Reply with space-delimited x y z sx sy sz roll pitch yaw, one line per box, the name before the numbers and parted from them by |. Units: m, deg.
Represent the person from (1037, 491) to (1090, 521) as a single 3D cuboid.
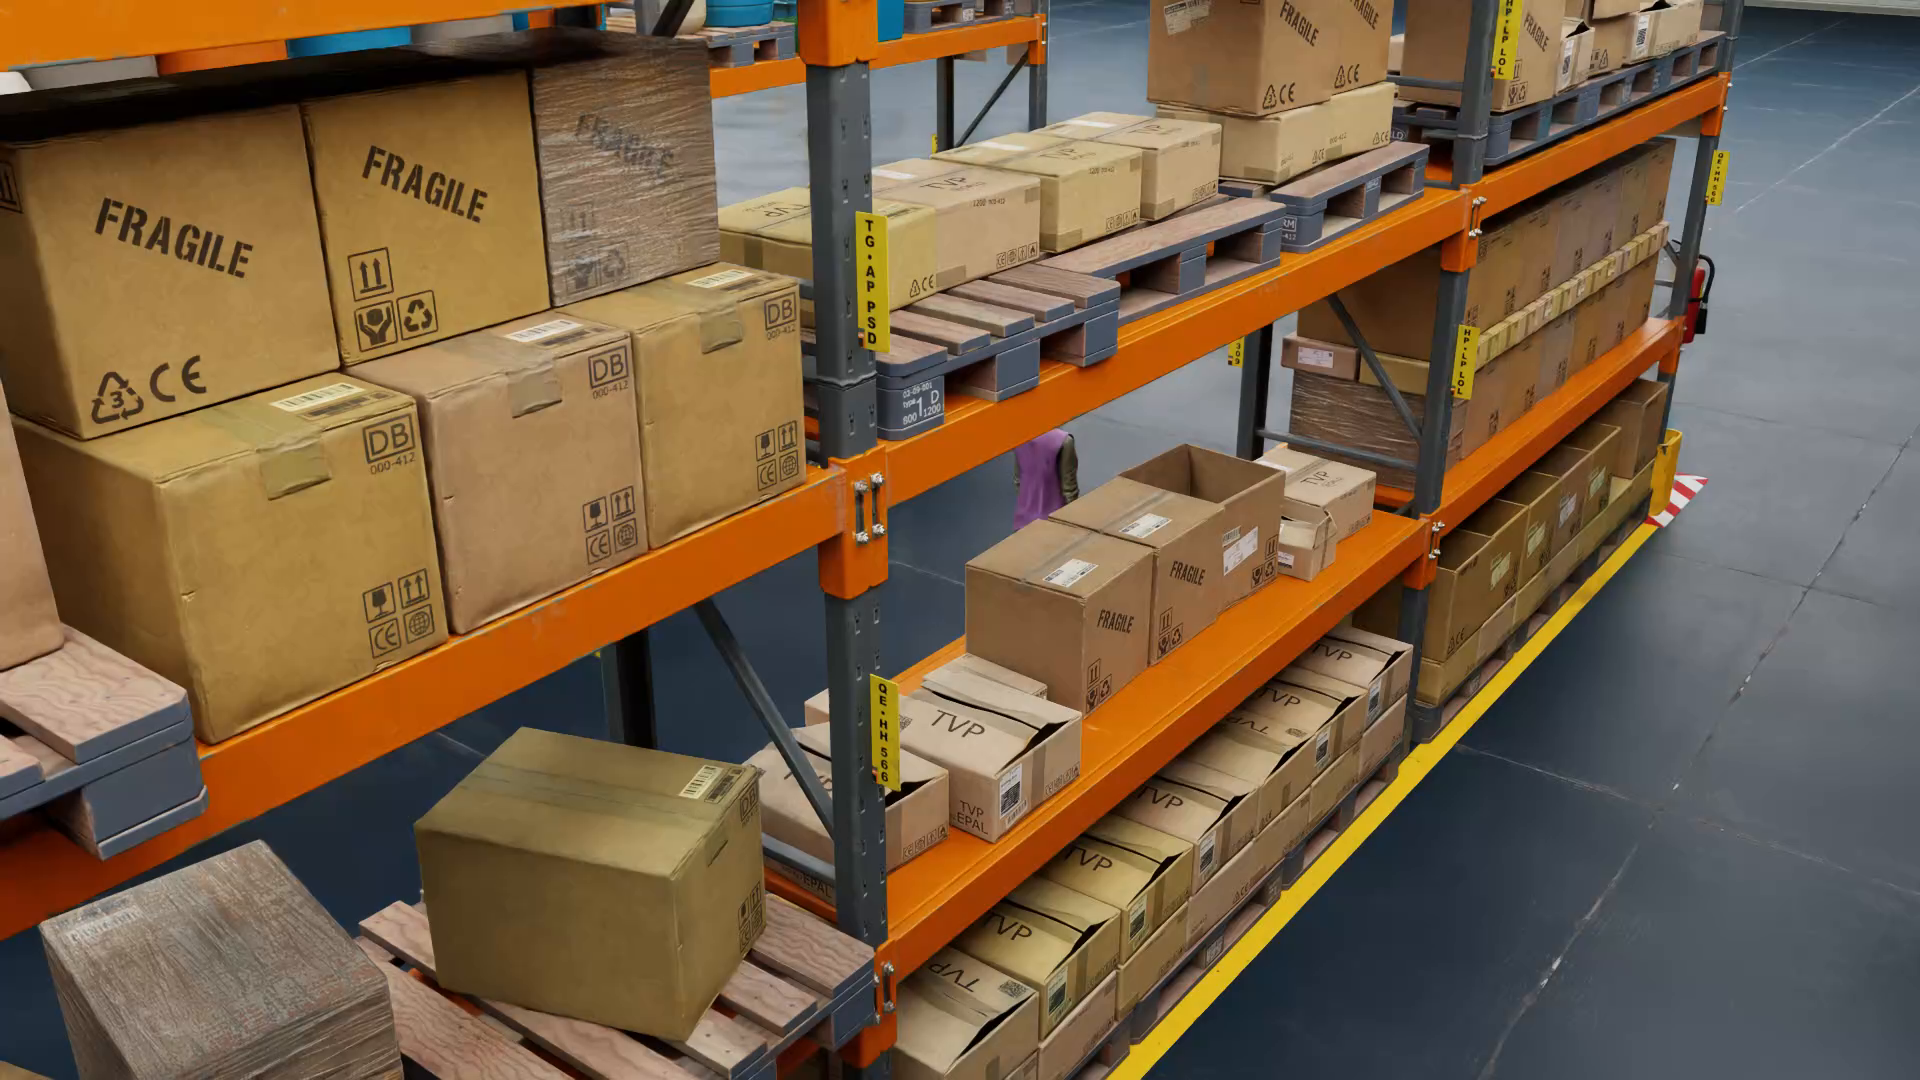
person | 0.529 0.230 9.027 0.443 0.844 0.807 19 30 36
